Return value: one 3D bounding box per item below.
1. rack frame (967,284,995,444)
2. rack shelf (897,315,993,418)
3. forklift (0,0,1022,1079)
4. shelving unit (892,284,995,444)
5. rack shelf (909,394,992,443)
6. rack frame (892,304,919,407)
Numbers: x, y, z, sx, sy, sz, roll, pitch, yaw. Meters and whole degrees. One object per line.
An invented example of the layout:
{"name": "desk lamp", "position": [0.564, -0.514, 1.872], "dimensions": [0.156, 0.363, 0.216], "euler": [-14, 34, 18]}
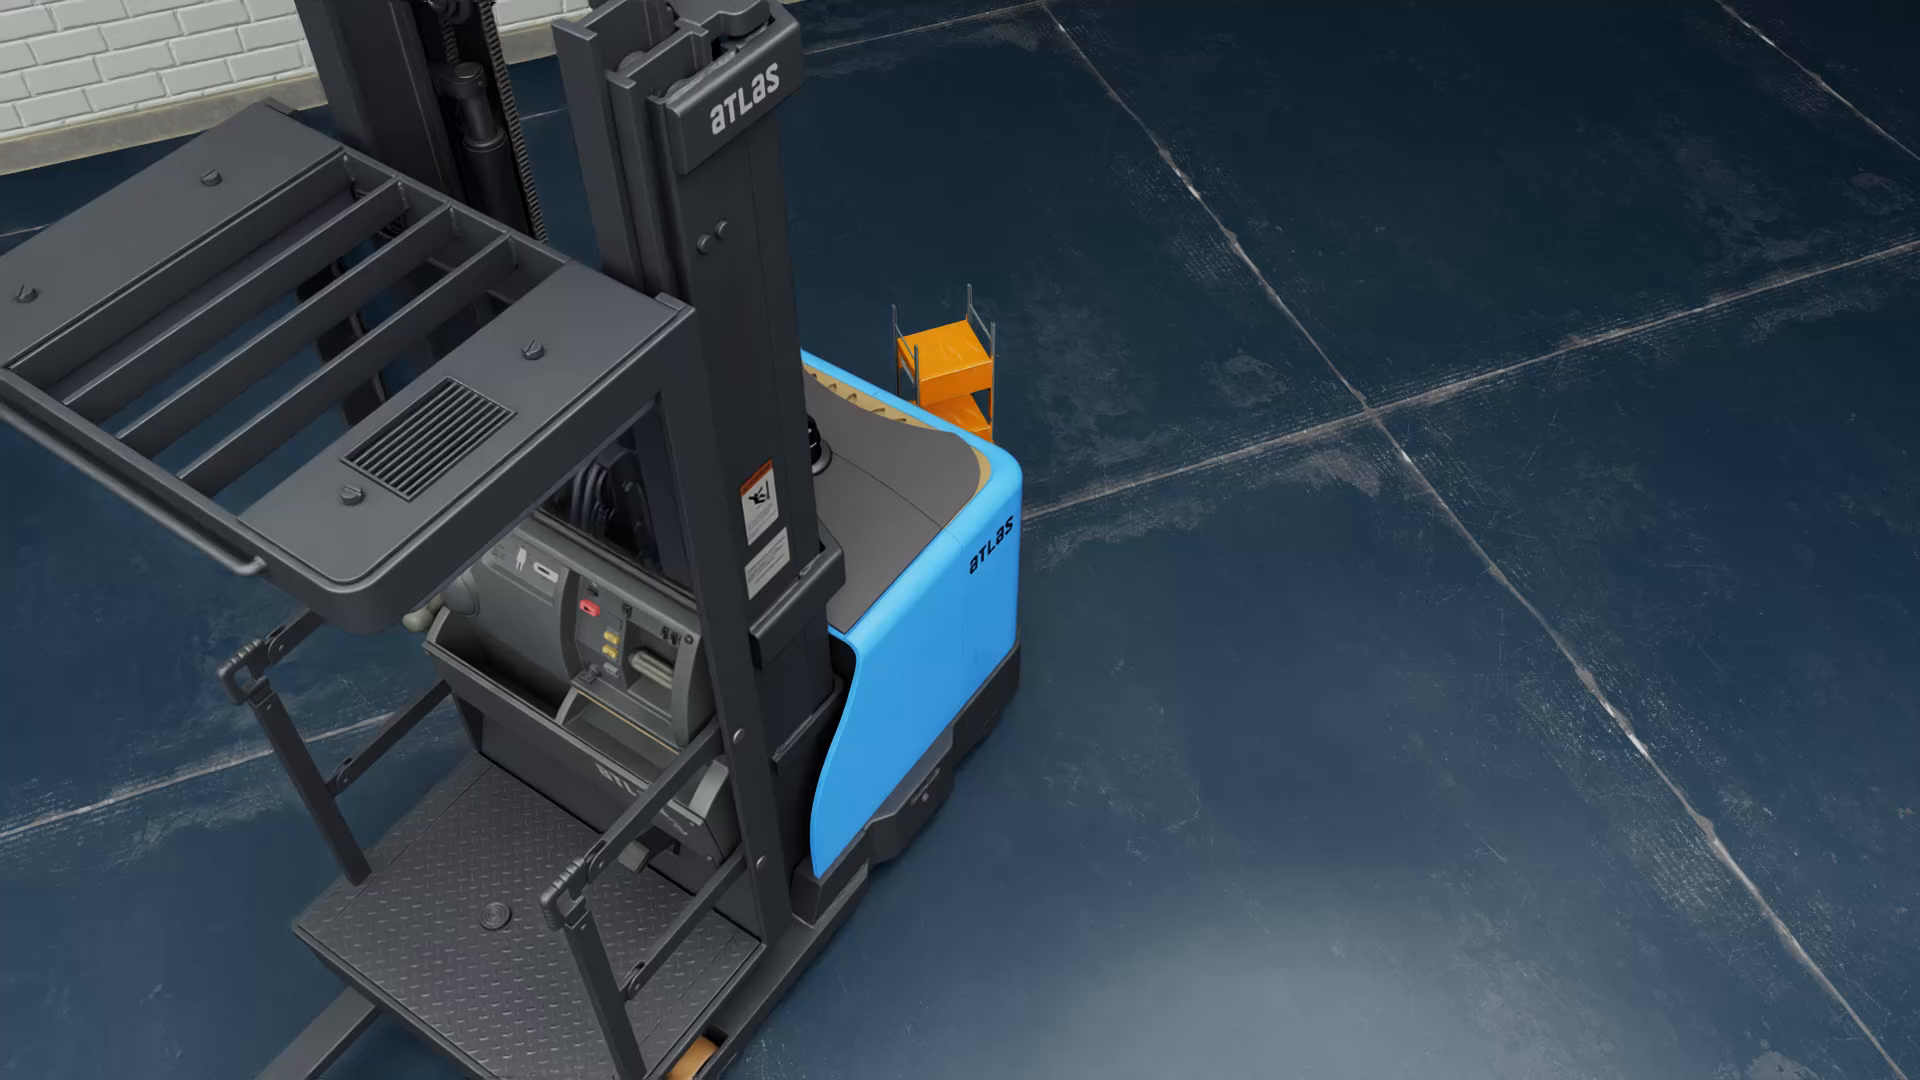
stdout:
{"name": "rack frame", "position": [0.063, -0.362, 5.369], "dimensions": [0.008, 1.050, 0.200], "euler": [-17, 52, -14]}
{"name": "rack shelf", "position": [-0.050, -0.505, 5.131], "dimensions": [0.240, 0.259, 0.215], "euler": [-17, 52, -14]}
{"name": "forklift", "position": [-1.065, 0.236, 3.615], "dimensions": [1.130, 2.935, 3.031], "euler": [28, 55, 22]}
{"name": "shelving unit", "position": [-0.050, -0.327, 5.339], "dimensions": [0.252, 1.050, 0.215], "euler": [-17, 52, -14]}
{"name": "rack shelf", "position": [-0.050, -0.320, 5.347], "dimensions": [0.240, 0.259, 0.215], "euler": [-17, 52, -14]}
{"name": "rack frame", "position": [-0.162, -0.292, 5.308], "dimensions": [0.008, 1.050, 0.200], "euler": [-17, 52, -14]}
